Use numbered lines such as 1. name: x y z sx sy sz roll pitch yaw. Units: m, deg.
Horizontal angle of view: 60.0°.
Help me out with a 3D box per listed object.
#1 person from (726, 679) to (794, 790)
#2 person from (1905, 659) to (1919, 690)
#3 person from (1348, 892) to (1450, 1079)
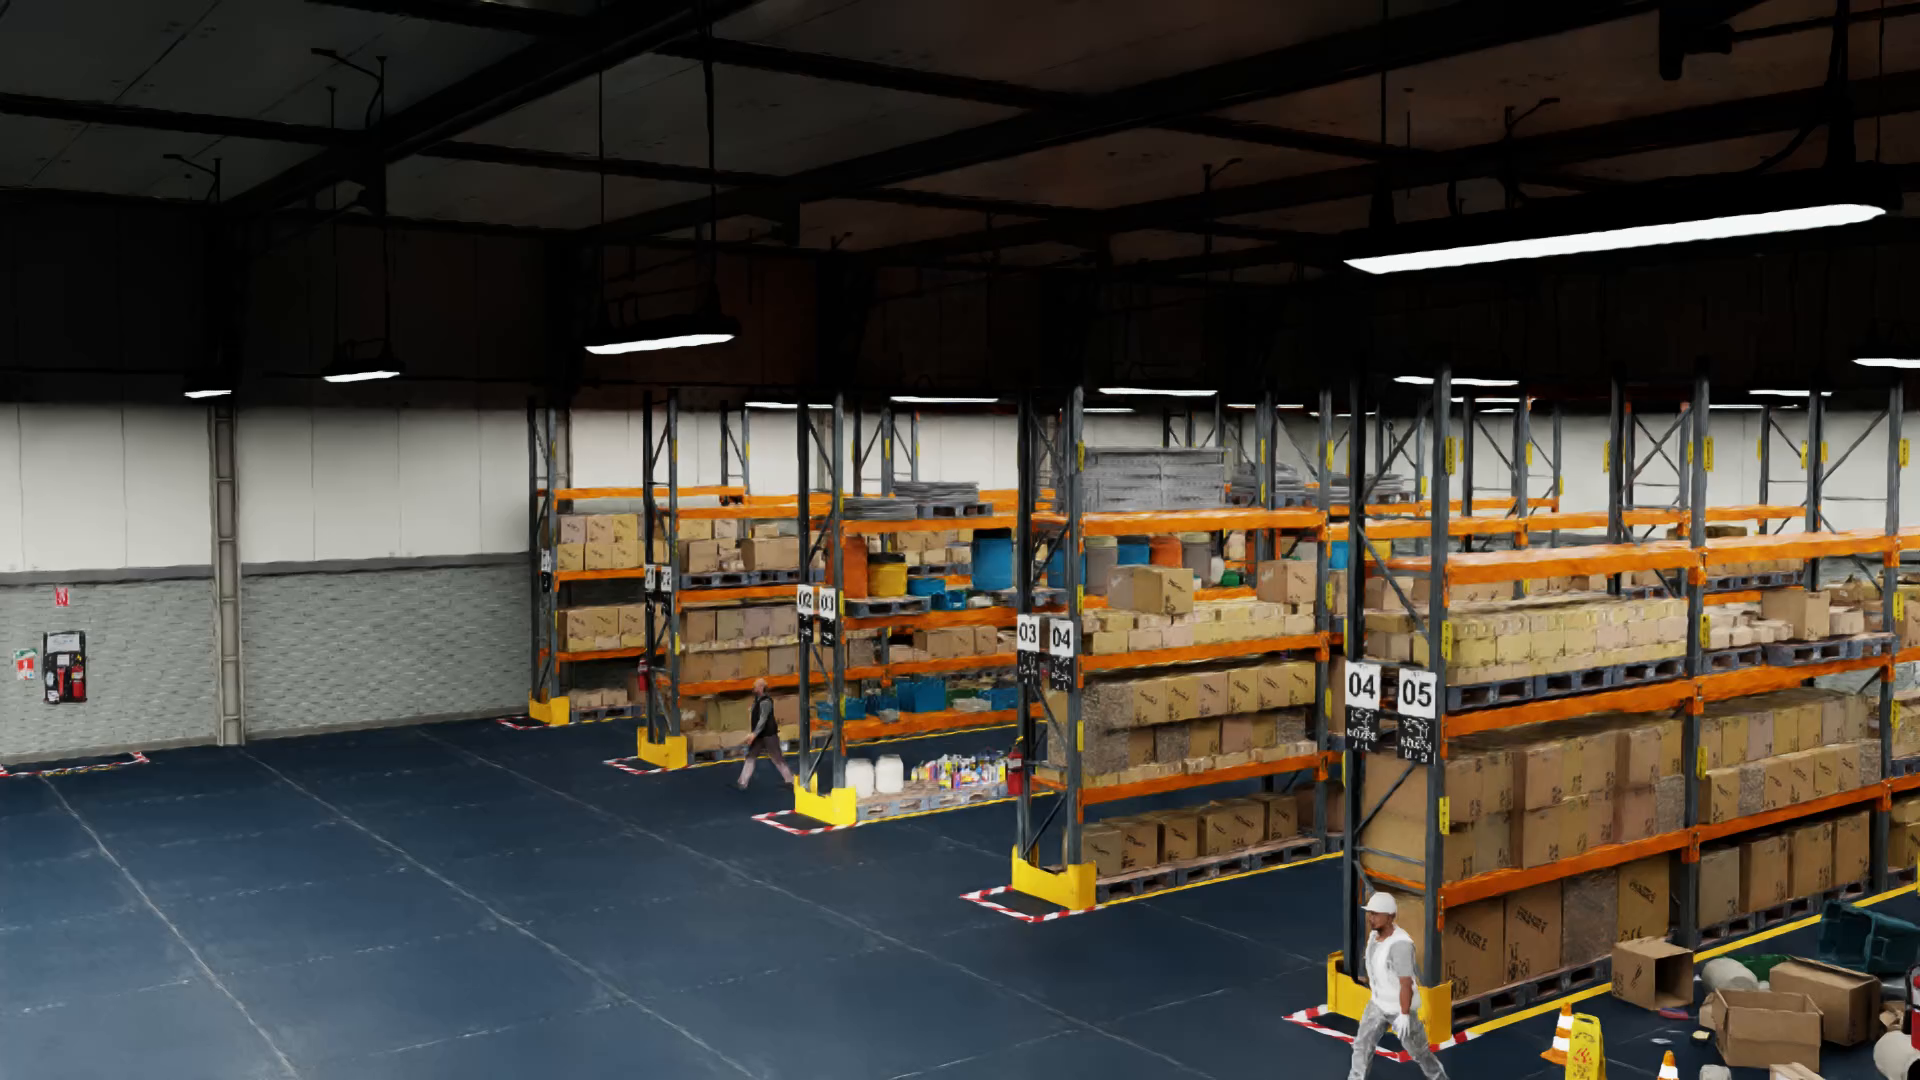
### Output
1. person: -2.919 2.874 24.549 1.031 1.664 0.539 -2 4 -27
2. person: 17.527 2.531 30.176 0.978 1.699 0.579 -1 3 -15
3. person: 3.379 3.553 12.752 0.818 1.743 0.603 -1 3 -13
